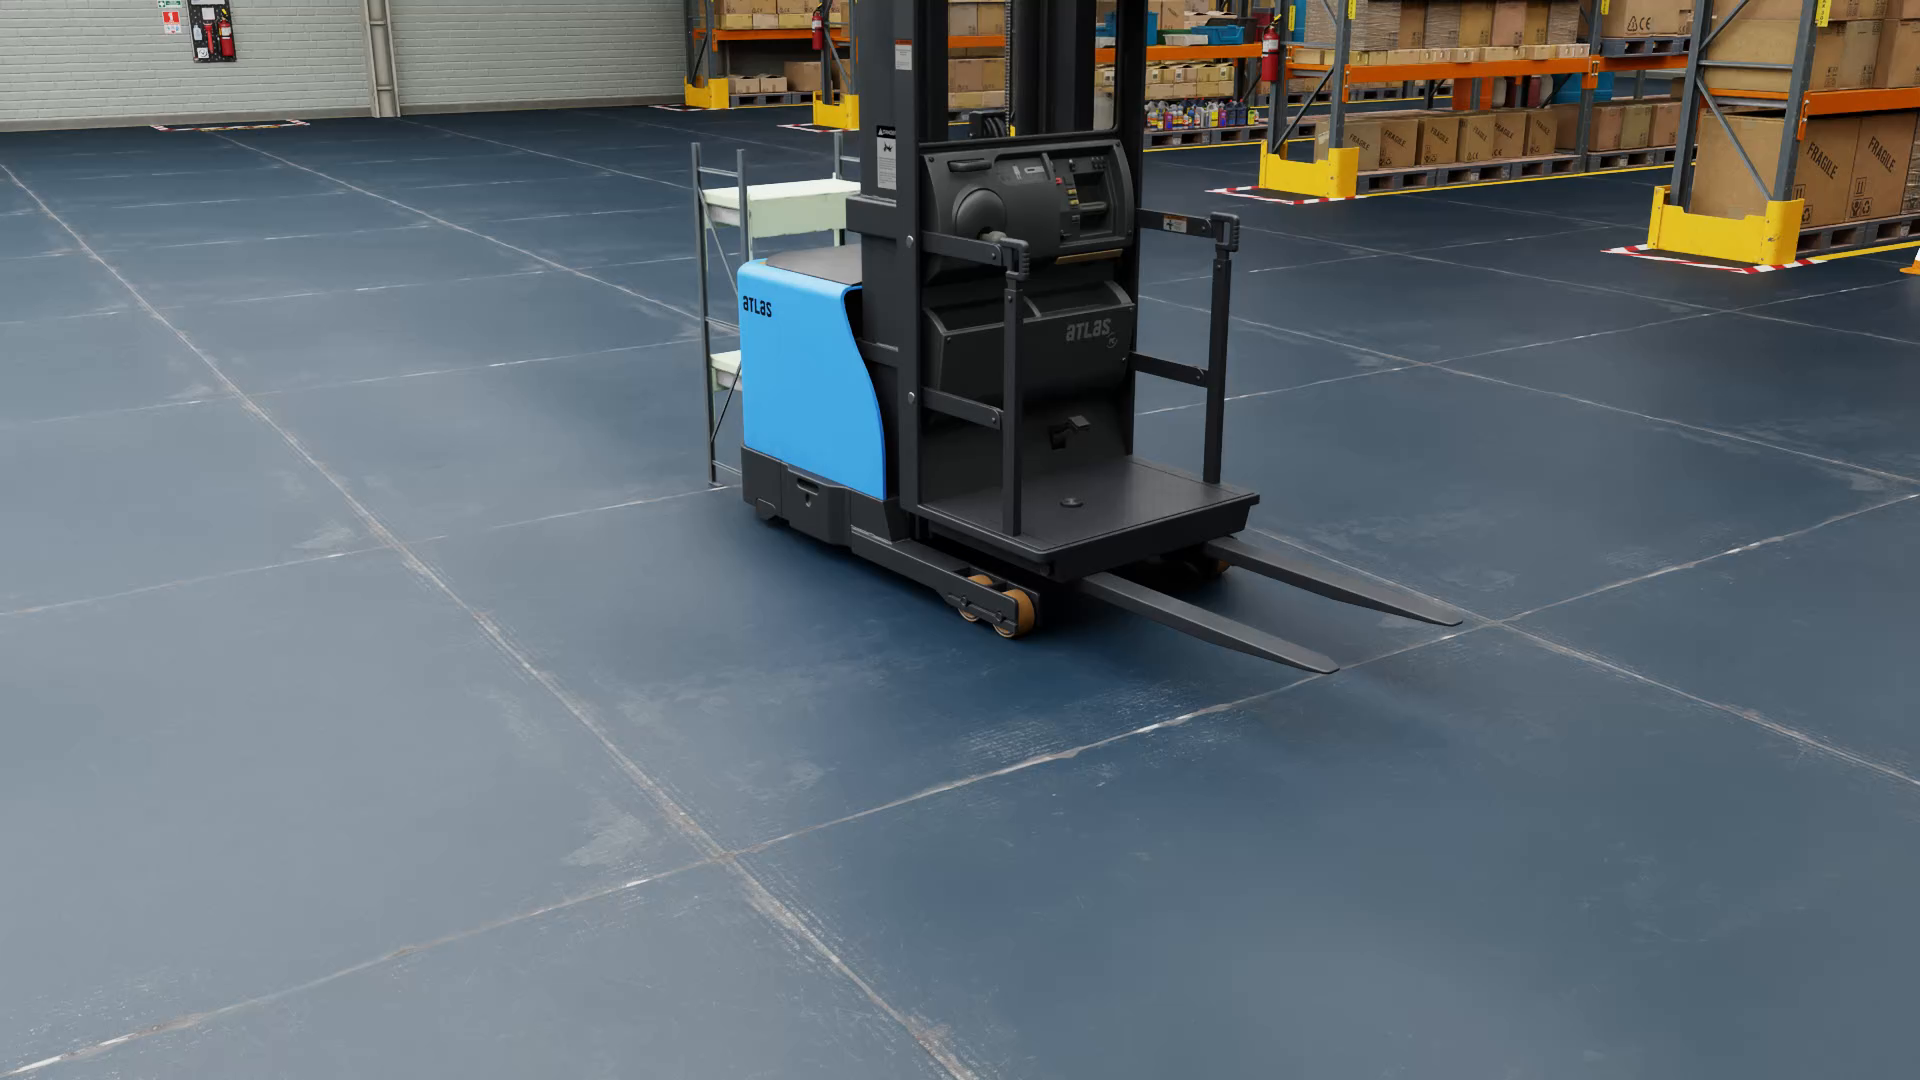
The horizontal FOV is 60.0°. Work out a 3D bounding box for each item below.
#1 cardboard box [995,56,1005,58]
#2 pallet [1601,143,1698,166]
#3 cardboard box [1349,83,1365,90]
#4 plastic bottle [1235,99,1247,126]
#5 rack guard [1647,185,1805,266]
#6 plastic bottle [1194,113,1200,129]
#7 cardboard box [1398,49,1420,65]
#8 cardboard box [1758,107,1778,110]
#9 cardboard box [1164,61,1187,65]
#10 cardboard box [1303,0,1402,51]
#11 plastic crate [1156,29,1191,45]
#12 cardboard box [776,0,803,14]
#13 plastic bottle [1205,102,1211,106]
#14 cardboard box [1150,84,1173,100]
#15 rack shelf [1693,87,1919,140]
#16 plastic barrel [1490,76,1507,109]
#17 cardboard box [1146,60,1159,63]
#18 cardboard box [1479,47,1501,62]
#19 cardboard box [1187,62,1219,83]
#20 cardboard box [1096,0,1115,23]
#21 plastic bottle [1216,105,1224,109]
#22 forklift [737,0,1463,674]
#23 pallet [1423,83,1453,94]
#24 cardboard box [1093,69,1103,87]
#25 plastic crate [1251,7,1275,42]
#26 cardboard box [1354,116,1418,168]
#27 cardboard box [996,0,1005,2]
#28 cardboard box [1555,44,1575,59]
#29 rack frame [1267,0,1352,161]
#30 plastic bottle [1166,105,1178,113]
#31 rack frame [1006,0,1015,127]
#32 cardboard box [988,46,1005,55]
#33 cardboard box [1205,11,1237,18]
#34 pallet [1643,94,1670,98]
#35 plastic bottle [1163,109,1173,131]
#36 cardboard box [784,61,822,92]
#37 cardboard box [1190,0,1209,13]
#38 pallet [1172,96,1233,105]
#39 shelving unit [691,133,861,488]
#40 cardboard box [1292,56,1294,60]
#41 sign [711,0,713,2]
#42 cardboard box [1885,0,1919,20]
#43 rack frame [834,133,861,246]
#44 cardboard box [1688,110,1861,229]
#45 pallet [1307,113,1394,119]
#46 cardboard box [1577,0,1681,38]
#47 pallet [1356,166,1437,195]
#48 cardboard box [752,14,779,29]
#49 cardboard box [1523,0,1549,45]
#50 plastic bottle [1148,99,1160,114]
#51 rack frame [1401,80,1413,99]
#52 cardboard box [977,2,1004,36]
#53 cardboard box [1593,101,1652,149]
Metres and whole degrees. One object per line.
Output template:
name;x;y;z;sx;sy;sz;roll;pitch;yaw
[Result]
cardboard box;0.832;-7.504;26.723;0.500;0.500;0.500;-12;22;-31
pallet;8.638;-4.859;20.789;1.213;0.211;1.003;-12;22;-31
cardboard box;7.114;-8.574;30.638;0.500;0.500;0.500;-12;22;-31
plastic bottle;3.865;-5.914;23.005;0.185;0.351;0.144;-13;22;-33
rack guard;6.251;-2.589;13.623;0.348;0.500;1.175;-12;22;-31
plastic bottle;3.213;-5.697;22.596;0.097;0.201;0.097;0;19;0
cardboard box;4.631;-5.118;17.592;0.250;0.149;0.380;-12;22;-31
cardboard box;10.897;-5.840;21.996;0.875;0.875;1.225;-13;23;-34
cardboard box;3.831;-8.235;29.182;0.500;0.311;0.500;-13;22;-33
cardboard box;4.102;-5.400;17.413;0.500;0.500;0.875;-12;22;-31
plastic crate;2.955;-6.887;22.765;0.662;0.188;0.450;-12;22;-31
cardboard box;-3.128;-9.568;29.394;0.500;0.500;0.500;-13;22;-33
plastic bottle;3.482;-6.066;23.571;0.135;0.276;0.152;-11;22;-29
cardboard box;3.280;-7.649;28.324;0.500;0.250;0.500;-11;22;-30
rack shelf;7.941;-3.789;14.392;4.000;0.370;1.077;-12;22;-31
plastic barrel;8.407;-7.090;26.263;0.421;0.512;0.421;0;19;0
cardboard box;3.558;-9.934;34.145;0.750;0.750;0.750;-12;22;-32
cardboard box;5.690;-5.331;18.222;0.250;0.149;0.380;-12;22;-31
cardboard box;4.131;-8.092;28.759;0.500;0.311;0.500;-12;22;-32
cardboard box;2.614;-8.748;27.781;0.500;0.500;0.500;-10;21;-28
plastic bottle;3.602;-5.880;23.021;0.135;0.276;0.152;-12;22;-31
forklift;0.395;-1.231;5.810;1.130;2.935;3.031;-14;23;-36
pallet;9.799;-8.902;32.747;1.213;0.211;1.003;-12;22;-31
cardboard box;2.005;-7.645;27.437;0.500;0.311;0.500;-12;22;-31
plastic crate;4.480;-7.349;23.699;0.583;0.464;0.402;-12;22;-31
cardboard box;4.639;-4.357;18.196;0.500;0.500;0.500;-6;20;-17
cardboard box;0.563;-8.548;26.176;0.250;0.149;0.380;-12;22;-32
cardboard box;6.736;-5.550;18.869;0.250;0.149;0.380;-12;22;-31
rack frame;3.628;-5.122;17.212;0.127;3.000;1.000;-12;22;-31
plastic bottle;2.932;-5.895;23.064;0.135;0.276;0.152;-12;22;-31
rack frame;0.904;-6.447;21.131;0.127;3.000;1.000;-12;22;-31
cardboard box;0.626;-9.569;32.411;0.500;0.250;0.500;-12;22;-32
cardboard box;4.536;-9.087;29.079;0.500;0.311;0.500;-10;21;-28
pallet;12.538;-7.596;28.883;1.213;0.211;1.003;-12;22;-31
plastic bottle;2.788;-5.639;22.297;0.133;0.283;0.061;-11;22;-31
cardboard box;-2.801;-8.435;30.228;0.500;0.500;0.700;-14;23;-35
cardboard box;4.809;-11.167;34.441;0.500;0.500;0.500;-12;22;-31
pallet;4.155;-7.726;29.268;1.213;0.211;1.003;-12;22;-31
shelving unit;-0.716;-0.992;7.336;0.755;1.500;0.431;-14;23;-36
cardboard box;6.413;-8.981;30.672;0.500;0.250;0.500;-12;22;-32
sign;-4.247;-9.362;28.401;0.005;0.325;0.100;-12;22;-31
cardboard box;7.553;-4.599;13.745;0.550;0.550;0.875;-12;22;-31
rack frame;-0.430;-1.065;7.554;0.023;1.500;0.400;-14;23;-36
cardboard box;6.801;-3.107;13.914;0.875;0.875;0.875;-12;22;-31
pallet;5.899;-6.195;24.741;1.213;0.211;1.003;-12;22;-31
cardboard box;7.709;-6.412;19.436;1.000;1.000;1.000;-12;22;-31
pallet;4.389;-3.948;18.093;1.213;0.211;1.003;-12;22;-31
cardboard box;-3.537;-9.132;29.275;0.500;0.250;0.500;-13;22;-33
cardboard box;6.122;-5.874;18.814;0.500;0.500;0.875;-12;22;-31
plastic bottle;2.674;-5.933;23.059;0.185;0.351;0.144;-11;22;-29
rack frame;8.205;-9.886;31.304;0.127;3.000;1.000;-12;22;-31
cardboard box;0.298;-8.263;26.345;0.500;0.500;0.700;-12;22;-31
cardboard box;7.902;-5.032;20.162;0.500;0.500;0.700;-12;22;-32
